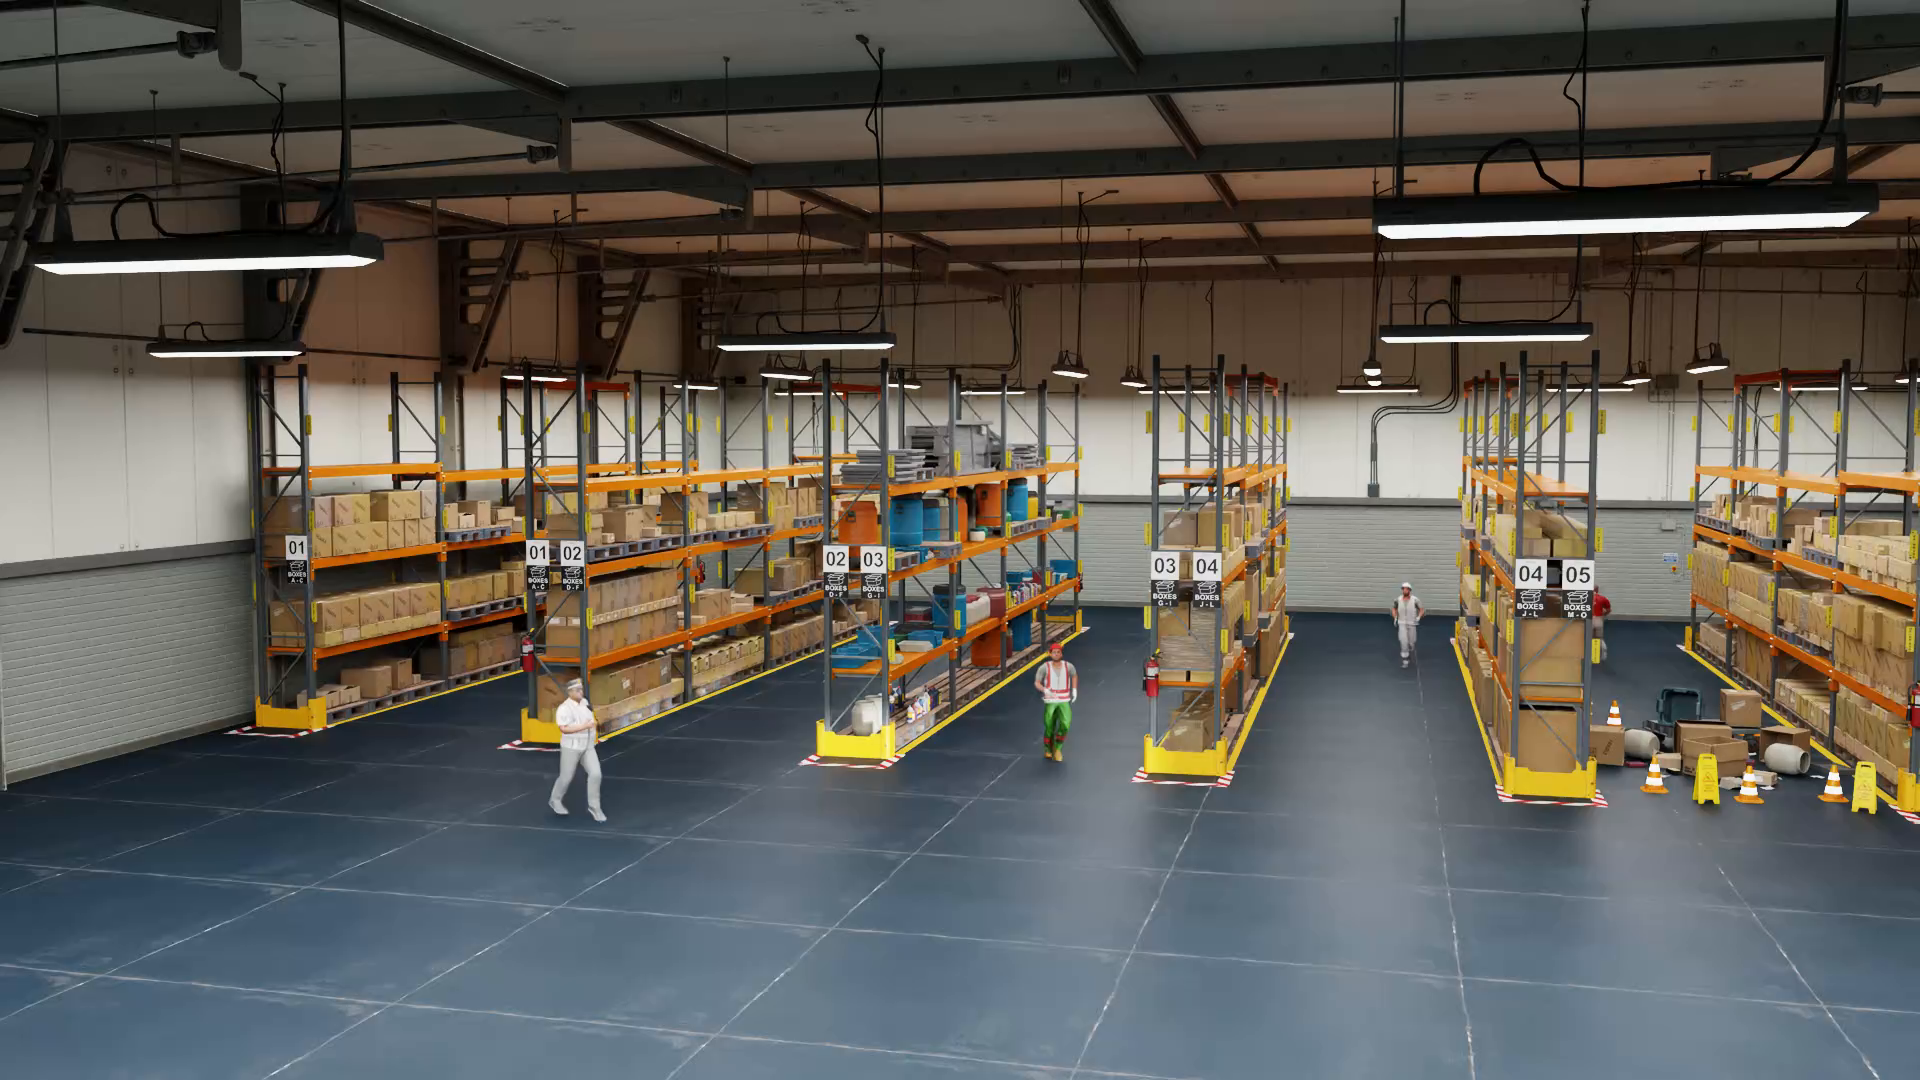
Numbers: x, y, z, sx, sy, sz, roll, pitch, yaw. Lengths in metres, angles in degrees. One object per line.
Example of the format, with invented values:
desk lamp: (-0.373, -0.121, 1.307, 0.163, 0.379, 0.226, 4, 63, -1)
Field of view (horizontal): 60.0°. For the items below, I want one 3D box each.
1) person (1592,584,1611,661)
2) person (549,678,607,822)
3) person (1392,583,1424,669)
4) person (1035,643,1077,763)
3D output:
person: (13.299, 1.765, 34.907, 0.694, 1.684, 0.645, 0, 4, 4)
person: (-4.873, 2.658, 21.114, 0.824, 1.840, 0.640, 3, 5, 36)
person: (9.245, 1.763, 34.365, 0.651, 1.760, 0.690, 1, 4, 19)
person: (1.443, 2.418, 24.714, 0.665, 1.768, 0.656, 0, 4, -3)
